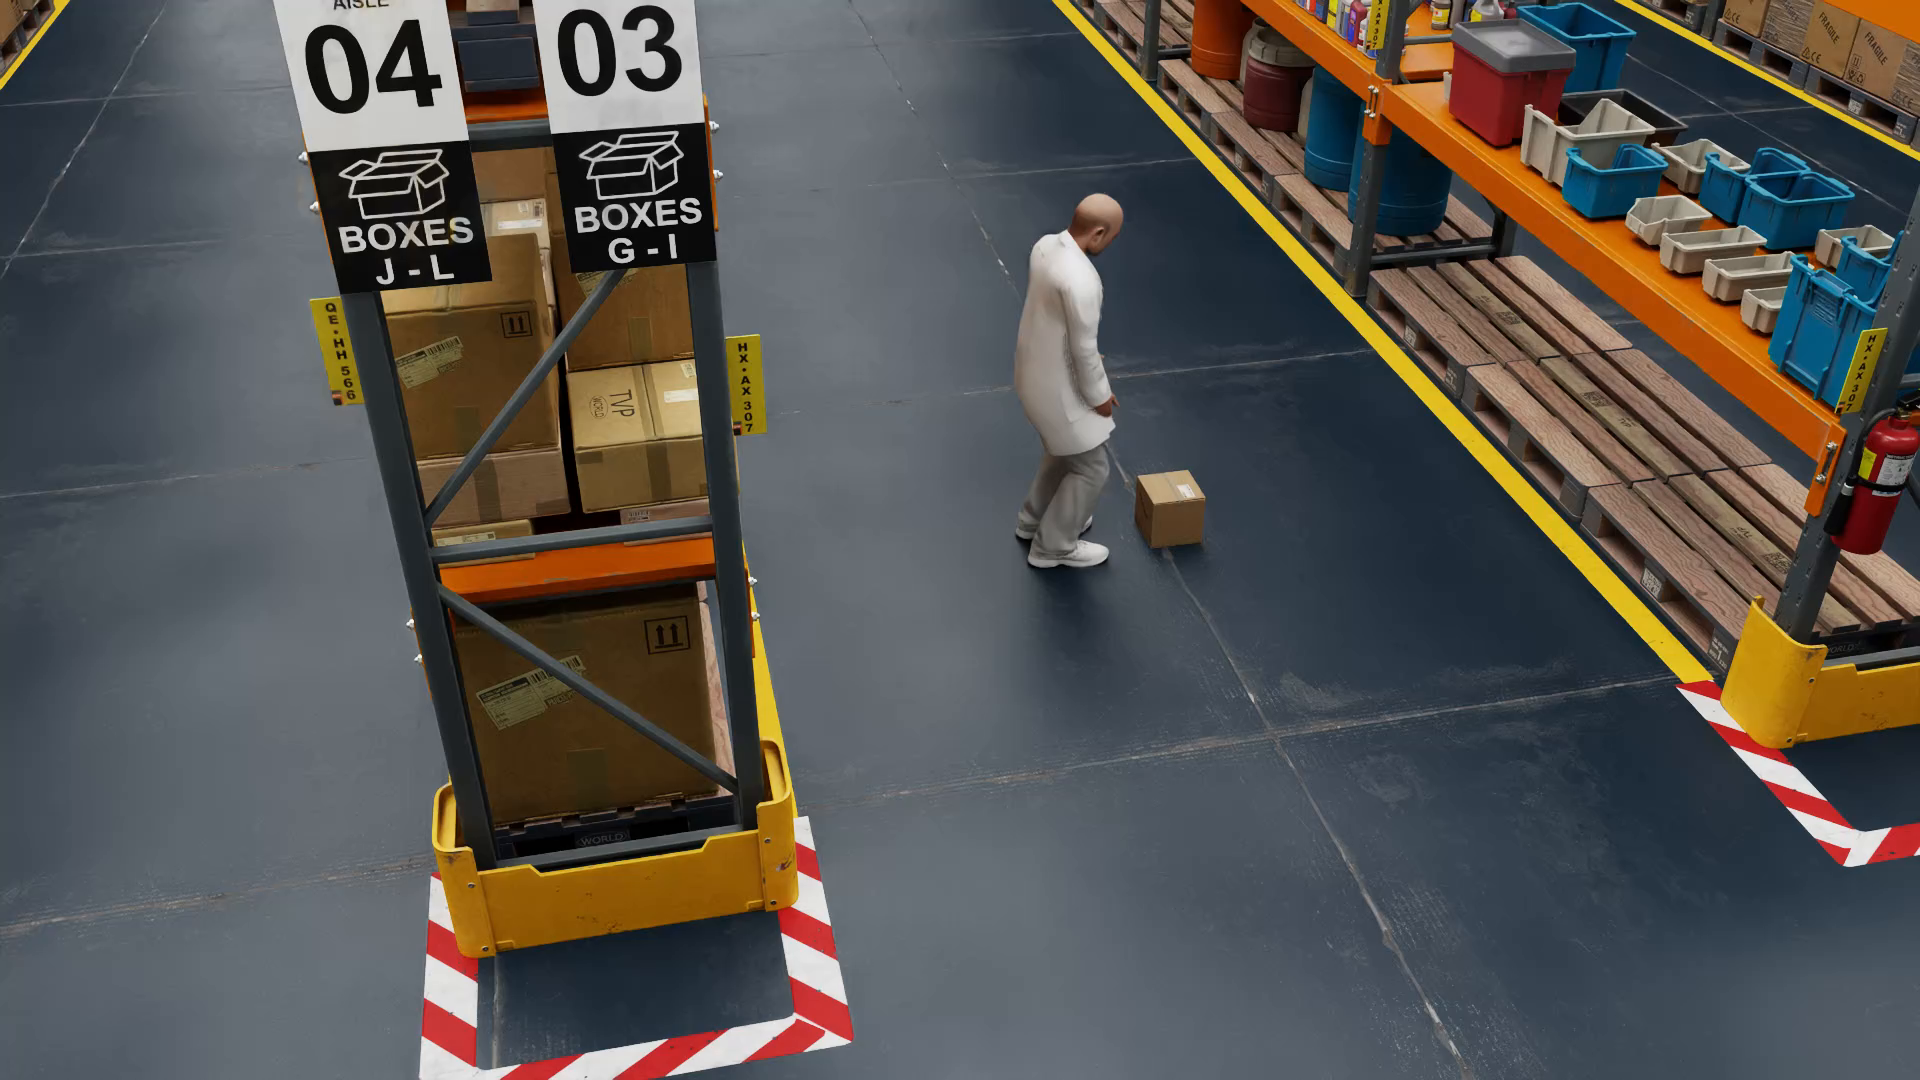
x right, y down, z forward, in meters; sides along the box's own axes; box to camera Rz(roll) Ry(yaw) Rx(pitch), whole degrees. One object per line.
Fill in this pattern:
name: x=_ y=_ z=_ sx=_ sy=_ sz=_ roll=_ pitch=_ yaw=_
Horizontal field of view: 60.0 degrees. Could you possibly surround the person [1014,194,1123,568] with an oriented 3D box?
person: x=0.464 y=-0.690 z=7.269 sx=0.459 sy=1.693 sz=0.599 roll=-6 pitch=34 yaw=-9
